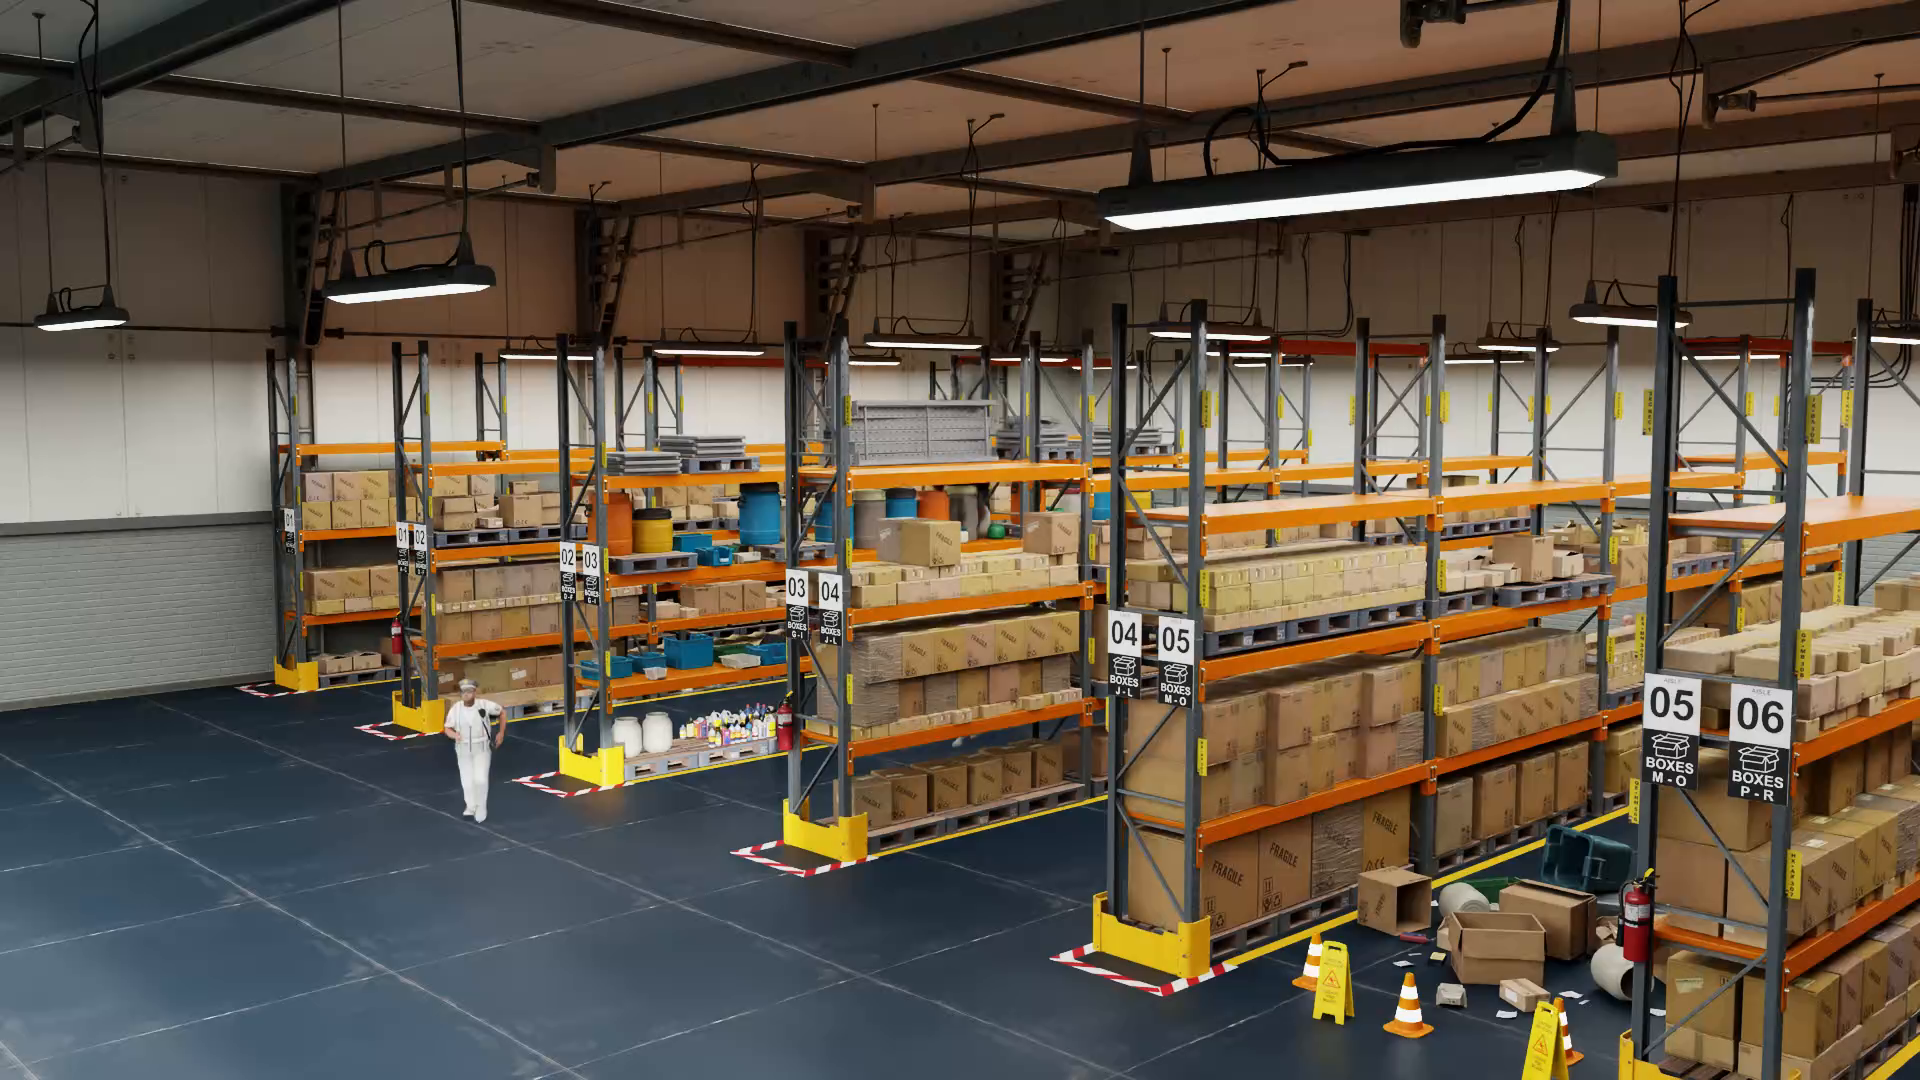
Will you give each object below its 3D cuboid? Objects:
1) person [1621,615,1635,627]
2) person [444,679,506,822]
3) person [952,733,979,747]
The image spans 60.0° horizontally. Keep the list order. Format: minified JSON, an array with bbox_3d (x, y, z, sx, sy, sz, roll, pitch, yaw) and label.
[{"bbox_3d":[10.481,2.046,26.054,0.774,1.739,0.741,-4,6,-36],"label":"person"},{"bbox_3d":[-5.871,2.541,20.113,0.679,1.761,0.859,0,5,-4],"label":"person"},{"bbox_3d":[0.100,1.978,23.379,0.681,1.787,0.878,3,6,31],"label":"person"}]
